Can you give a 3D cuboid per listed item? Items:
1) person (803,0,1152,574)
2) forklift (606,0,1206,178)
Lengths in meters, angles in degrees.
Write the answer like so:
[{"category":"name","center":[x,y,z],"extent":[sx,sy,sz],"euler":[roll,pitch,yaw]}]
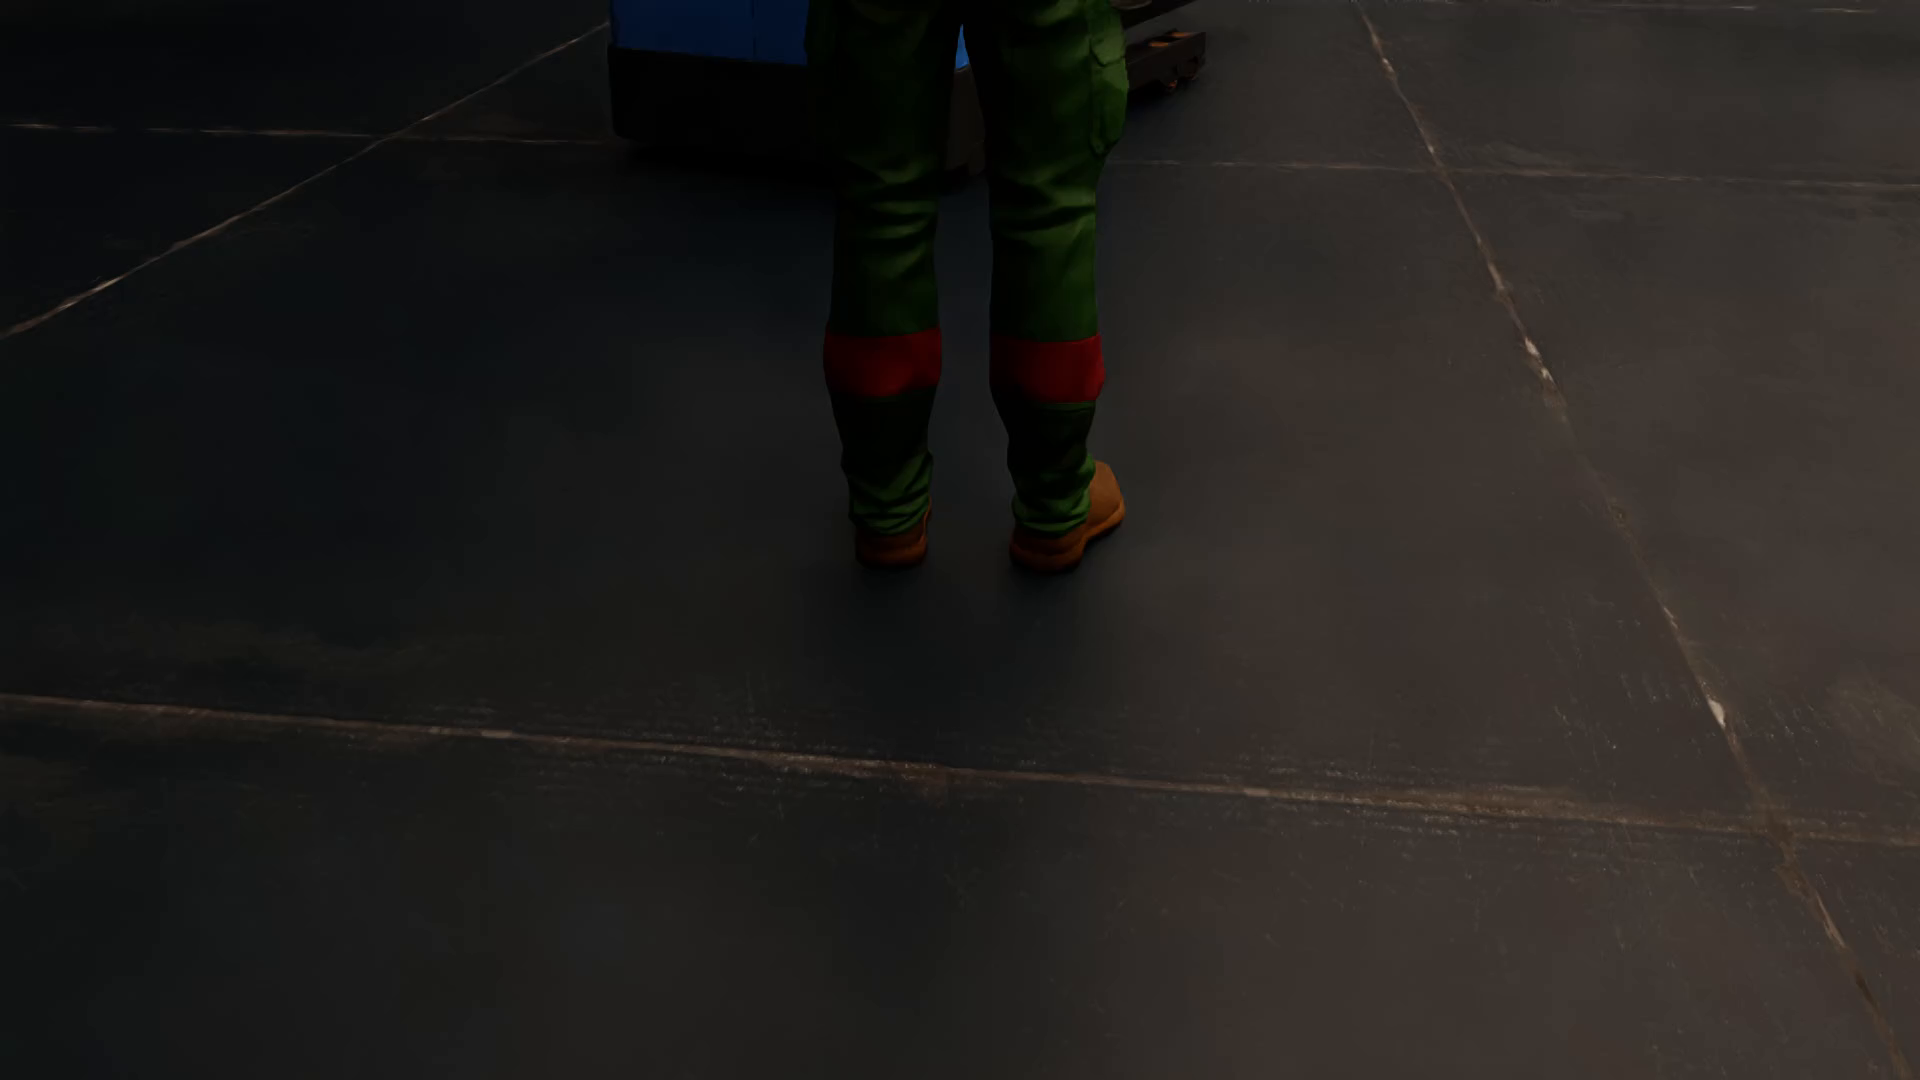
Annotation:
[{"category":"person","center":[0.002,-0.811,2.119],"extent":[0.540,1.795,0.349],"euler":[3,27,7]},{"category":"forklift","center":[0.172,-2.854,4.937],"extent":[1.130,2.935,3.031],"euler":[13,29,24]}]
